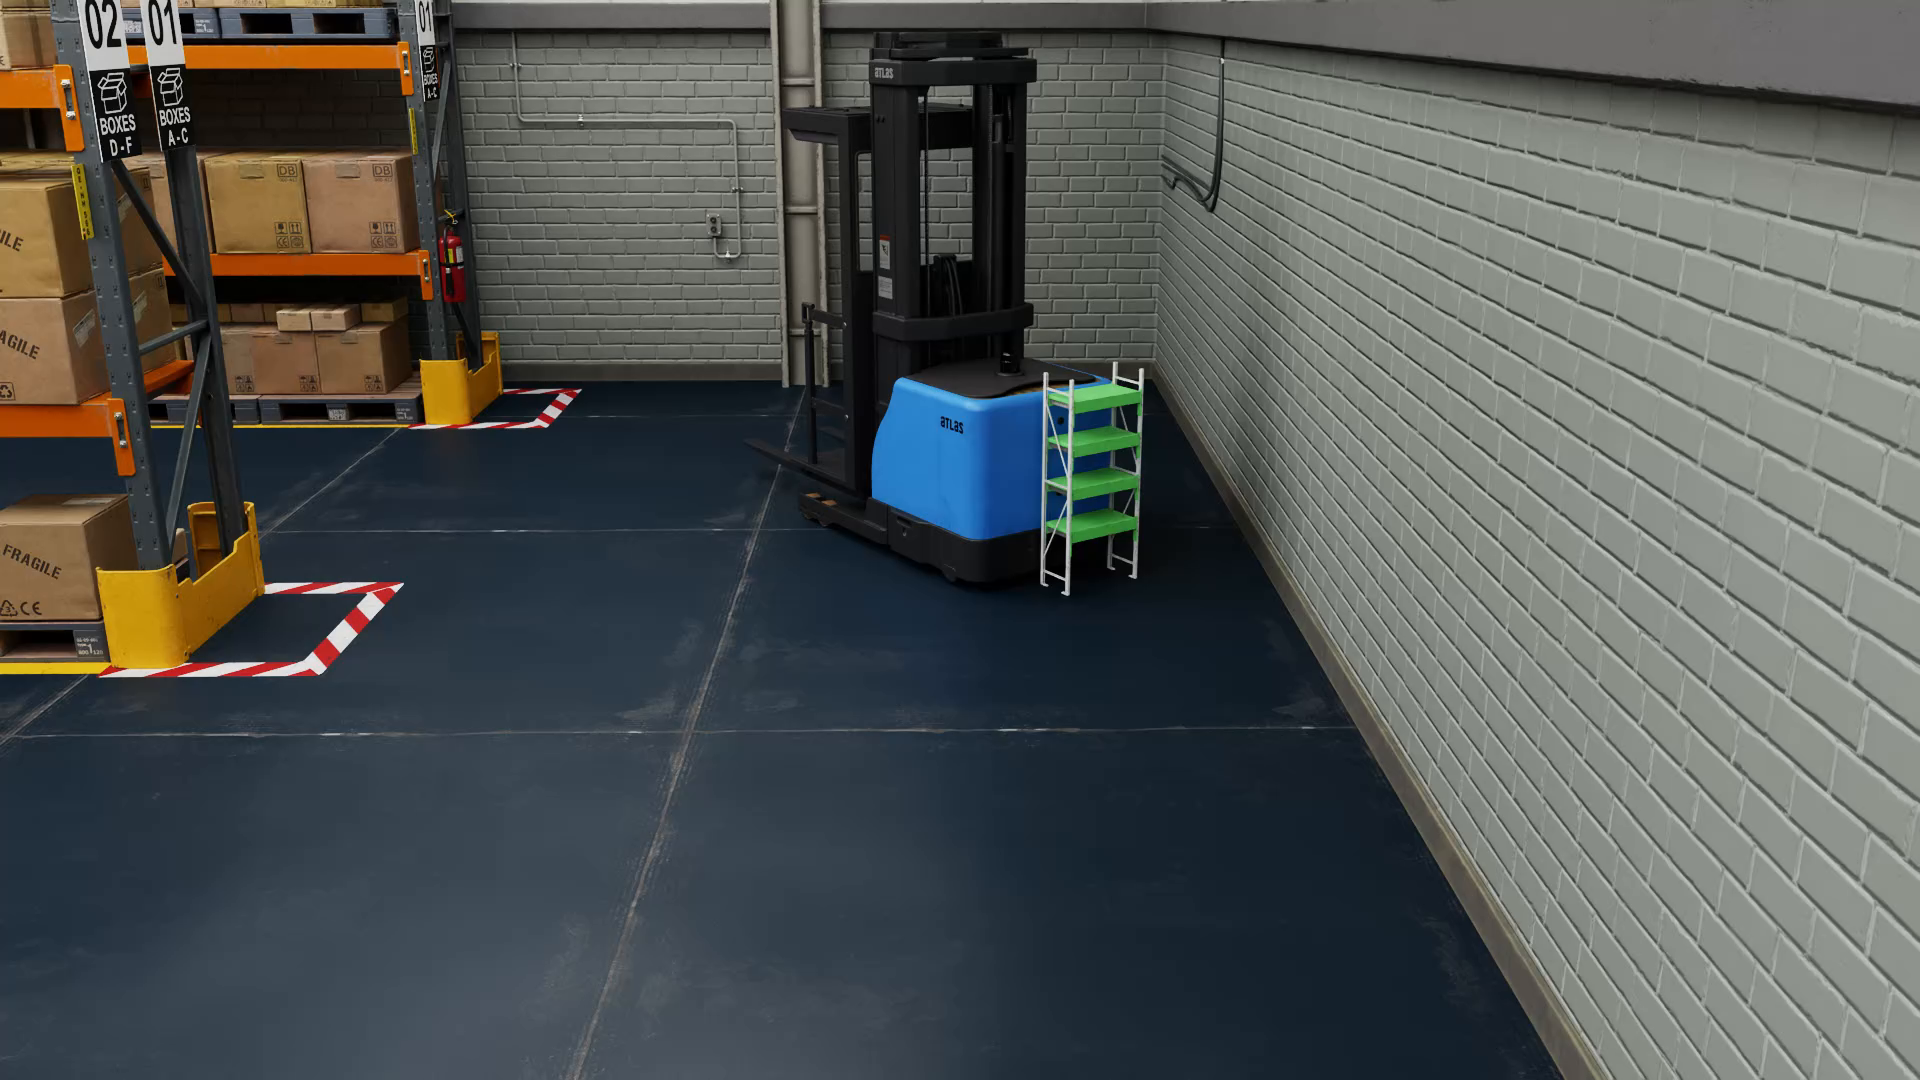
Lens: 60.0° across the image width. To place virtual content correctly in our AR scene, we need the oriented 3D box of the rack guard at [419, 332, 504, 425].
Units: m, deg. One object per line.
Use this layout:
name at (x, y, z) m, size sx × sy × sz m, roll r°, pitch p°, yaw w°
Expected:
rack guard at (-3.970, -1.303, 13.291) m, size 0.348 × 0.500 × 1.175 m, roll 0°, pitch 18°, yaw -1°

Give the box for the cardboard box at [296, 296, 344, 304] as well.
cardboard box at (-5.077, -1.837, 13.205) m, size 0.250 × 0.149 × 0.380 m, roll 0°, pitch 18°, yaw -1°

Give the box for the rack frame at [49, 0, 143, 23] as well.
rack frame at (-3.912, -3.837, 7.276) m, size 0.127 × 3.000 × 1.000 m, roll 0°, pitch 18°, yaw -1°

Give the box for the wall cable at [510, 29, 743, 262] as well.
wall cable at (-2.729, -3.272, 13.673) m, size 1.851 × 1.984 × 0.084 m, roll 0°, pitch 18°, yaw -1°

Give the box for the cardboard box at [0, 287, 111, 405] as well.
cardboard box at (-4.356, -0.943, 7.911) m, size 0.500 × 0.500 × 0.500 m, roll 0°, pitch 18°, yaw 1°

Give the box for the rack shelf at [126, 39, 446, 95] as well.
rack shelf at (-5.994, -3.569, 12.530) m, size 4.000 × 0.370 × 1.077 m, roll 0°, pitch 18°, yaw -1°

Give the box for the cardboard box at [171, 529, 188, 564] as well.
cardboard box at (-4.337, 0.065, 8.882) m, size 0.250 × 0.149 × 0.380 m, roll 0°, pitch 18°, yaw -1°

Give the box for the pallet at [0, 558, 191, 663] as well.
pallet at (-4.786, 0.352, 8.604) m, size 1.213 × 0.211 × 1.003 m, roll 0°, pitch 18°, yaw -1°

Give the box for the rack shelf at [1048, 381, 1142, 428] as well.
rack shelf at (0.723, -0.736, 9.017) m, size 0.480 × 0.148 × 0.258 m, roll -12°, pitch 22°, yaw -34°

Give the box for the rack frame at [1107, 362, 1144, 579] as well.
rack frame at (0.922, -0.384, 9.279) m, size 0.015 × 1.200 × 0.240 m, roll -12°, pitch 22°, yaw -34°

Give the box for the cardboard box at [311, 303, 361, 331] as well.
cardboard box at (-4.818, -1.721, 12.846) m, size 0.250 × 0.149 × 0.380 m, roll 0°, pitch 18°, yaw -2°

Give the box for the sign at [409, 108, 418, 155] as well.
sign at (-4.000, -2.991, 12.179) m, size 0.005 × 0.325 × 0.100 m, roll 0°, pitch 18°, yaw -1°

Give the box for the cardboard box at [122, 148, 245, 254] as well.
cardboard box at (-5.994, -2.623, 12.821) m, size 0.700 × 0.700 × 0.980 m, roll -1°, pitch 18°, yaw -4°

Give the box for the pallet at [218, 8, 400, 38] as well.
pallet at (-4.736, -3.872, 12.443) m, size 1.213 × 0.211 × 1.003 m, roll 0°, pitch 18°, yaw -1°

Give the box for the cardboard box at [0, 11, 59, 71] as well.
cardboard box at (-4.422, -2.254, 7.498) m, size 0.500 × 0.250 × 0.500 m, roll 0°, pitch 18°, yaw -1°

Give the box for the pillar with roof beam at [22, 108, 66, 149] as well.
pillar with roof beam at (-7.240, -4.283, 8.668) m, size 0.400 × 9.000 × 9.100 m, roll 0°, pitch 18°, yaw -1°

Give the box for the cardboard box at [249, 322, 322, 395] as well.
cardboard box at (-5.193, -1.466, 13.113) m, size 0.500 × 0.500 × 0.700 m, roll 0°, pitch 18°, yaw -1°

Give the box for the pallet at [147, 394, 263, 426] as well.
pallet at (-6.009, -1.133, 13.233) m, size 1.213 × 0.211 × 1.003 m, roll 0°, pitch 18°, yaw -1°

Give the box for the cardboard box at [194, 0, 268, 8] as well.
cardboard box at (-5.243, -4.010, 12.121) m, size 0.500 × 0.250 × 0.500 m, roll -1°, pitch 18°, yaw -3°

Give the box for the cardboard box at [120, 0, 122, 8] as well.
cardboard box at (-6.276, -4.004, 12.102) m, size 0.500 × 0.250 × 0.500 m, roll -1°, pitch 18°, yaw -2°

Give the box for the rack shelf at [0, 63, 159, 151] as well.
rack shelf at (-5.912, -2.056, 7.814) m, size 4.000 × 0.370 × 1.077 m, roll 0°, pitch 18°, yaw -1°

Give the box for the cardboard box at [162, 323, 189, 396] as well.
cardboard box at (-6.229, -1.459, 13.090) m, size 0.500 × 0.500 × 0.700 m, roll 0°, pitch 18°, yaw 0°

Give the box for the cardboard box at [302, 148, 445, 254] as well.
cardboard box at (-4.504, -2.630, 12.846) m, size 0.700 × 0.700 × 0.980 m, roll 1°, pitch 18°, yaw 2°

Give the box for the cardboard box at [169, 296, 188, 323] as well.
cardboard box at (-6.092, -1.832, 13.190) m, size 0.250 × 0.149 × 0.380 m, roll -1°, pitch 18°, yaw -2°

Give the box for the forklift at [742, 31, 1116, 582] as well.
forklift at (-0.361, -1.553, 10.090) m, size 1.130 × 2.935 × 3.031 m, roll -12°, pitch 21°, yaw -33°

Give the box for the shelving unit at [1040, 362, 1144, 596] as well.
shelving unit at (0.723, -0.340, 9.144) m, size 0.503 × 1.200 × 0.258 m, roll -12°, pitch 22°, yaw -34°

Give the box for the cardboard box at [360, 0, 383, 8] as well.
cardboard box at (-4.728, -4.169, 12.617) m, size 0.500 × 0.250 × 0.500 m, roll 1°, pitch 18°, yaw 2°

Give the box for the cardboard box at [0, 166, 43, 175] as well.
cardboard box at (-4.883, -1.577, 8.254) m, size 0.500 × 0.500 × 0.500 m, roll 0°, pitch 18°, yaw 0°

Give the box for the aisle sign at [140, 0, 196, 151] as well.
aisle sign at (-3.849, -2.308, 8.076) m, size 0.004 × 0.787 × 0.394 m, roll 0°, pitch 18°, yaw -1°

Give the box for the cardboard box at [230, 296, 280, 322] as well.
cardboard box at (-5.582, -1.834, 13.198) m, size 0.250 × 0.149 × 0.380 m, roll 0°, pitch 18°, yaw 0°

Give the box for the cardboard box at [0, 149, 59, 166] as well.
cardboard box at (-7.451, -2.614, 12.795) m, size 0.700 × 0.700 × 0.980 m, roll 0°, pitch 18°, yaw 0°

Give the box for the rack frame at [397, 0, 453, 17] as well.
rack frame at (-3.994, -5.350, 11.992) m, size 0.127 × 3.000 × 1.000 m, roll 0°, pitch 18°, yaw -1°

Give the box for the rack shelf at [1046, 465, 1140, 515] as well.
rack shelf at (0.723, -0.279, 9.163) m, size 0.480 × 0.148 × 0.258 m, roll -12°, pitch 22°, yaw -34°
